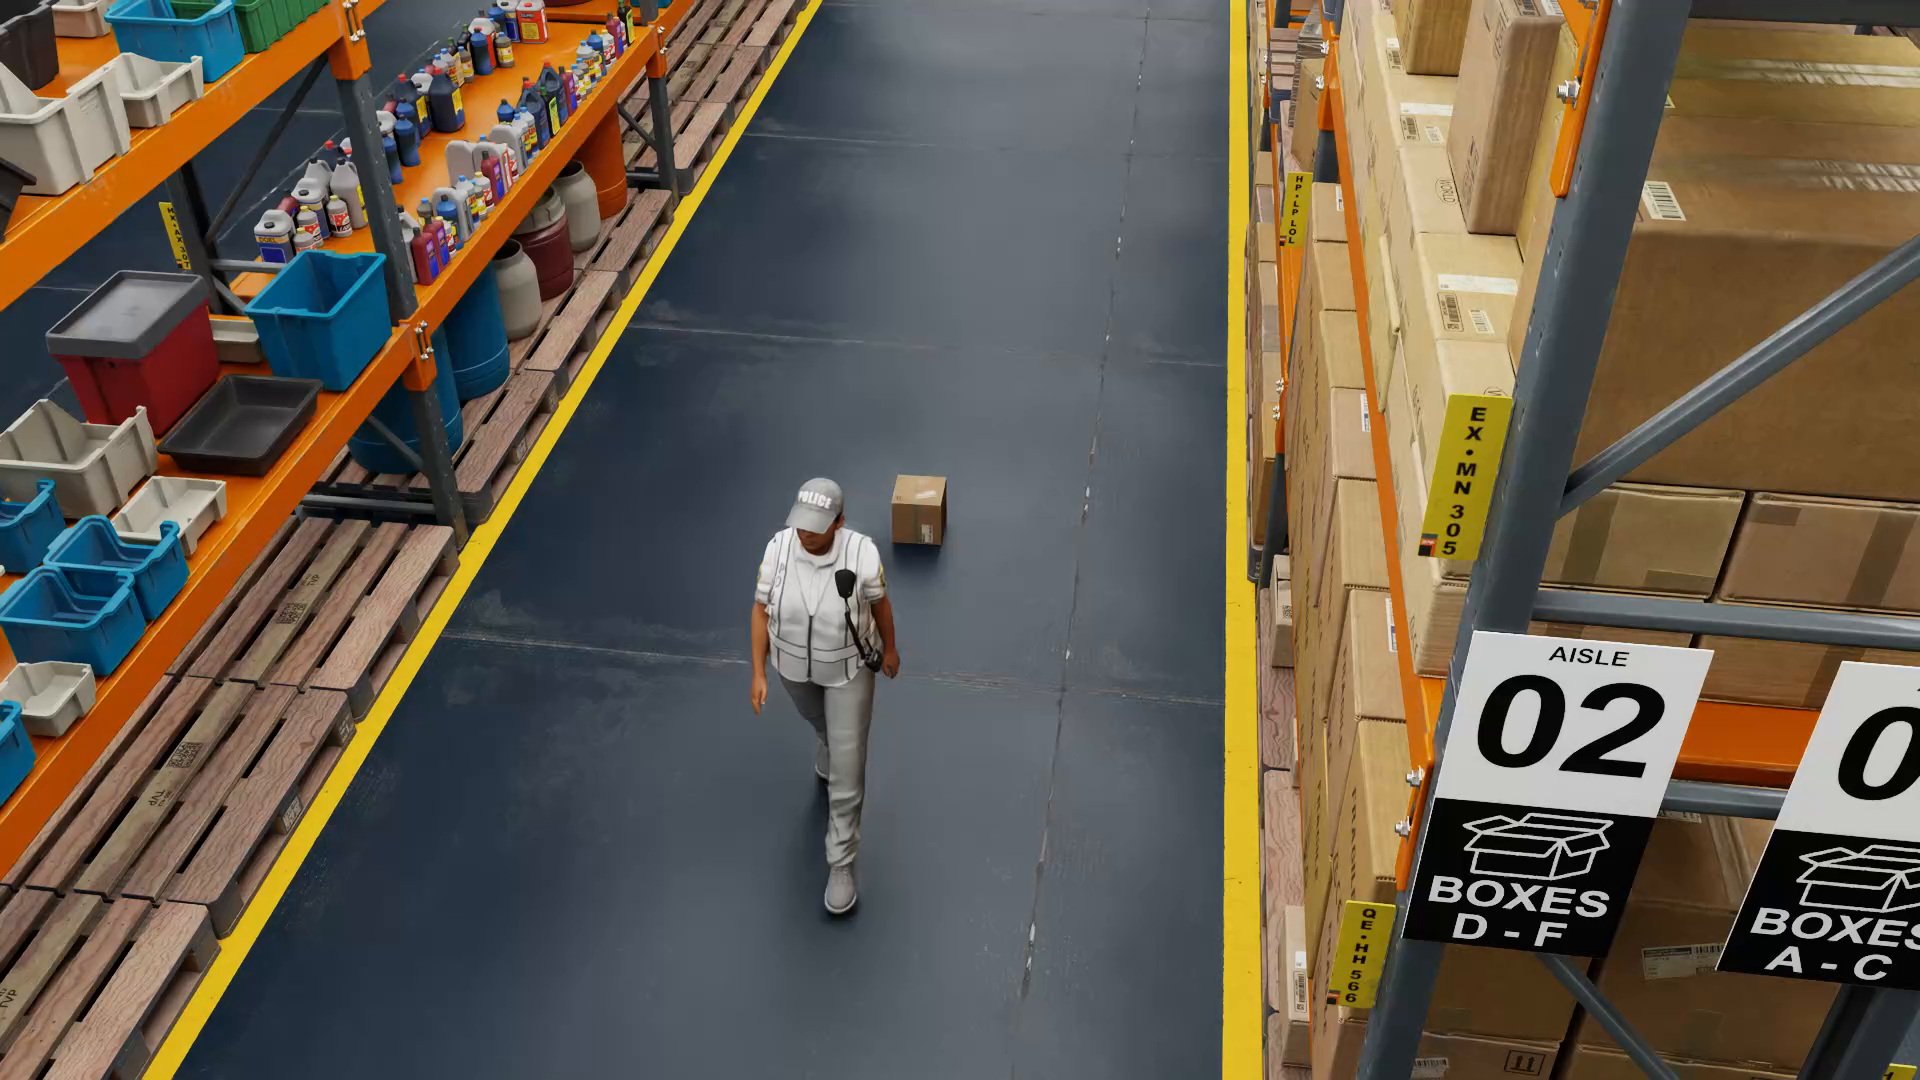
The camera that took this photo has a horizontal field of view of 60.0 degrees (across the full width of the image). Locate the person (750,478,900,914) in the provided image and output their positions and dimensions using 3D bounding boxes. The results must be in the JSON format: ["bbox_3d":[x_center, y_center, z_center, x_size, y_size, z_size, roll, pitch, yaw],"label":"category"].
[{"bbox_3d":[-0.542,0.497,6.340,0.514,1.606,0.993,8,37,11],"label":"person"}]
